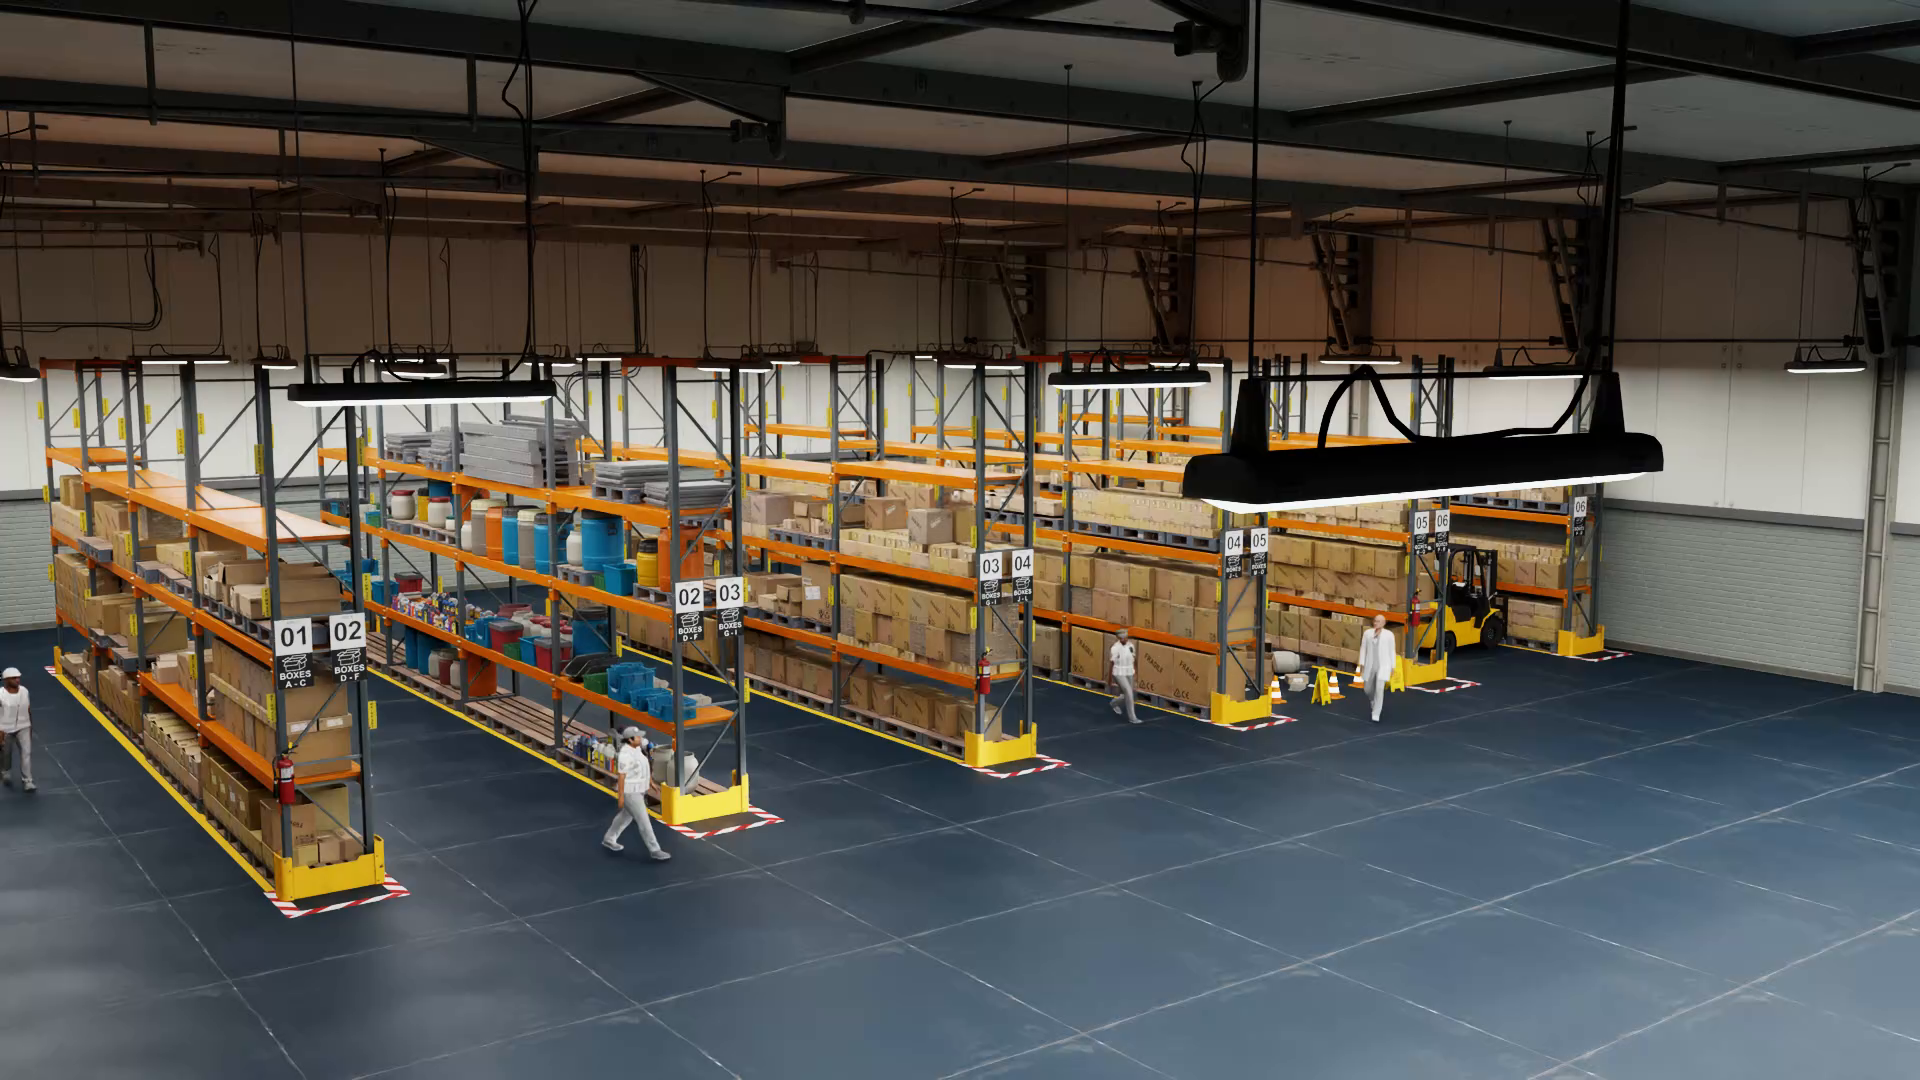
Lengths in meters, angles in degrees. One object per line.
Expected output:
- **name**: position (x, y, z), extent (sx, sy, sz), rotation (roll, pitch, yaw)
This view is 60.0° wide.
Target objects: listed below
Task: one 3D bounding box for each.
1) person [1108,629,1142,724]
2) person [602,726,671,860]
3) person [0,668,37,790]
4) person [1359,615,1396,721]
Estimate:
- **person**: position (2.734, 2.227, 27.748), extent (0.434, 1.541, 0.976), rotation (-4, 8, -29)
- **person**: position (-3.959, 3.066, 20.431), extent (1.032, 1.601, 0.550), rotation (2, 7, 17)
- **person**: position (-13.396, 2.659, 23.508), extent (0.551, 1.714, 1.093), rotation (-6, 9, -39)
- **person**: position (7.000, 2.108, 27.859), extent (0.610, 1.752, 0.875), rotation (3, 7, 23)
